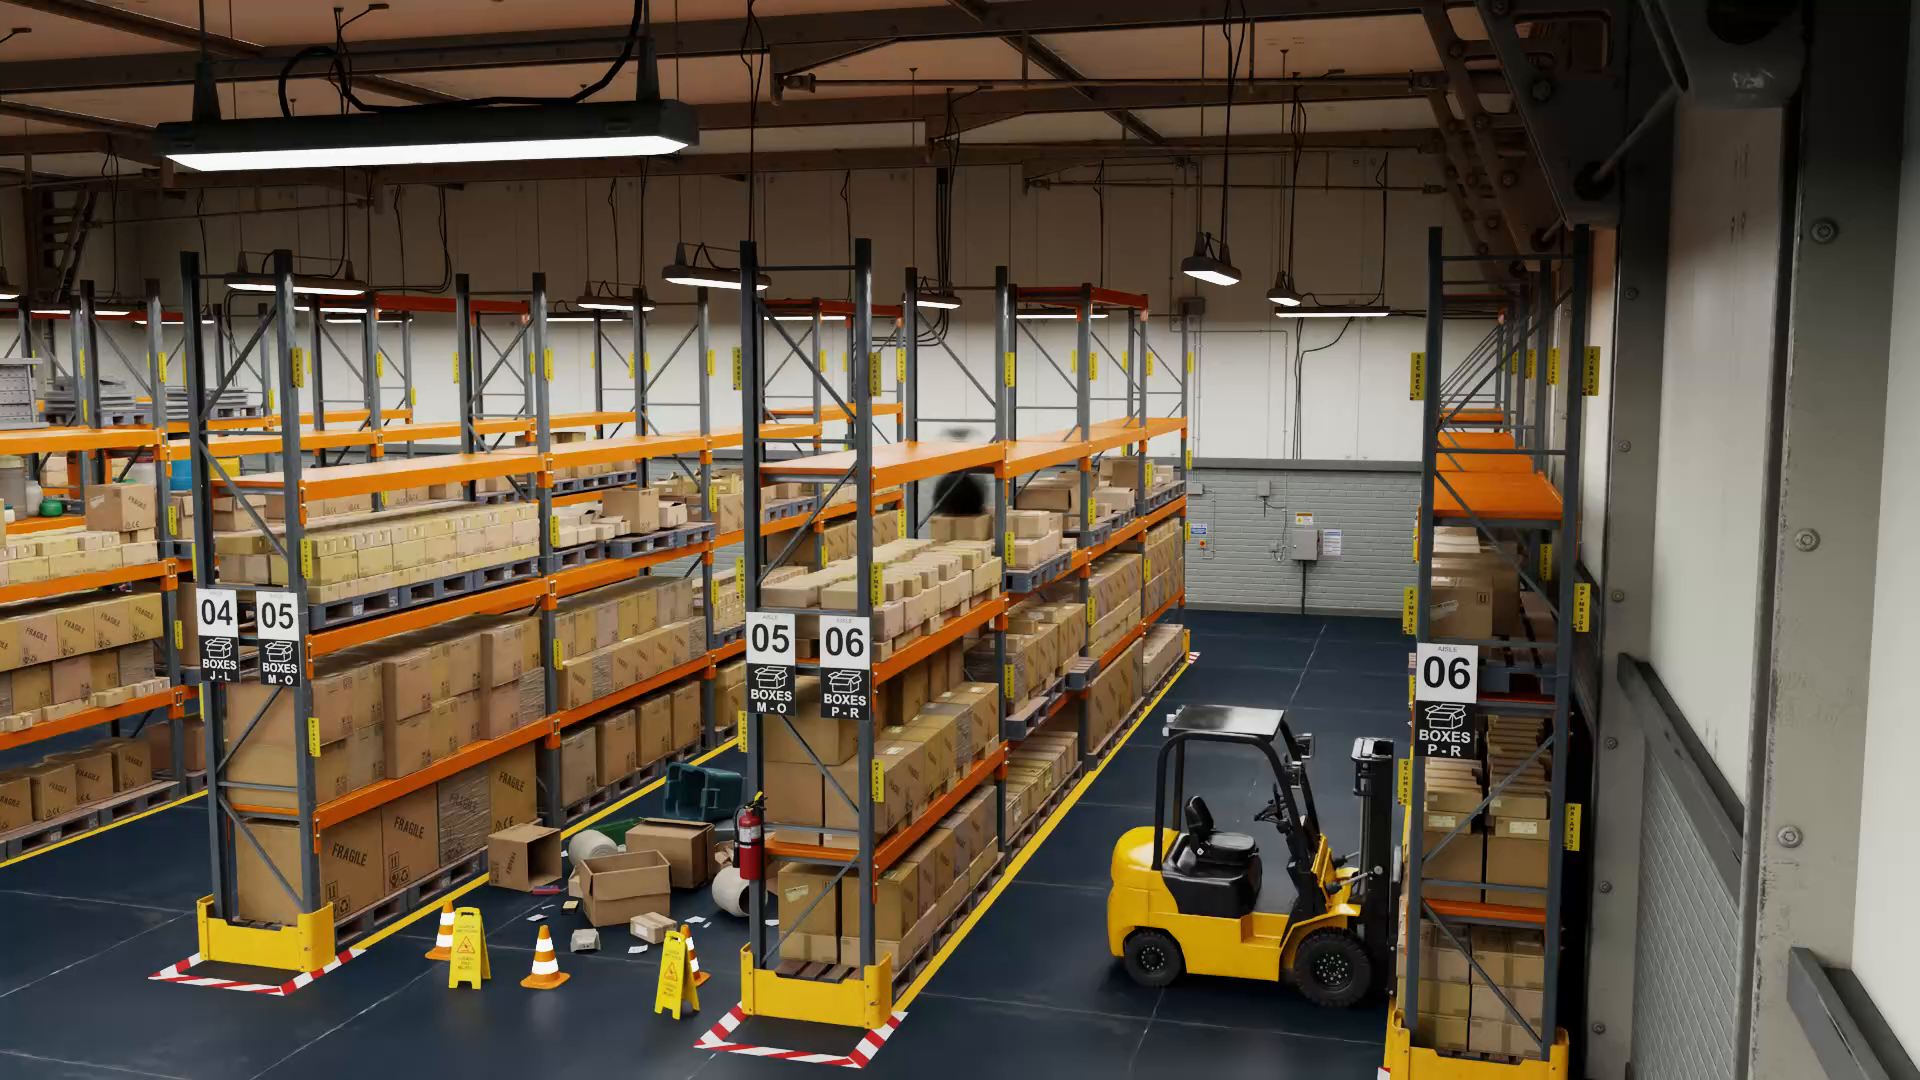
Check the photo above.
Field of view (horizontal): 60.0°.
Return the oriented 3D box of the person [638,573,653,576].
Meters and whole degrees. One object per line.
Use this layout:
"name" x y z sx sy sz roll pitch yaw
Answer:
"person" -6.149 0.791 31.973 0.728 1.600 0.625 1 6 9
